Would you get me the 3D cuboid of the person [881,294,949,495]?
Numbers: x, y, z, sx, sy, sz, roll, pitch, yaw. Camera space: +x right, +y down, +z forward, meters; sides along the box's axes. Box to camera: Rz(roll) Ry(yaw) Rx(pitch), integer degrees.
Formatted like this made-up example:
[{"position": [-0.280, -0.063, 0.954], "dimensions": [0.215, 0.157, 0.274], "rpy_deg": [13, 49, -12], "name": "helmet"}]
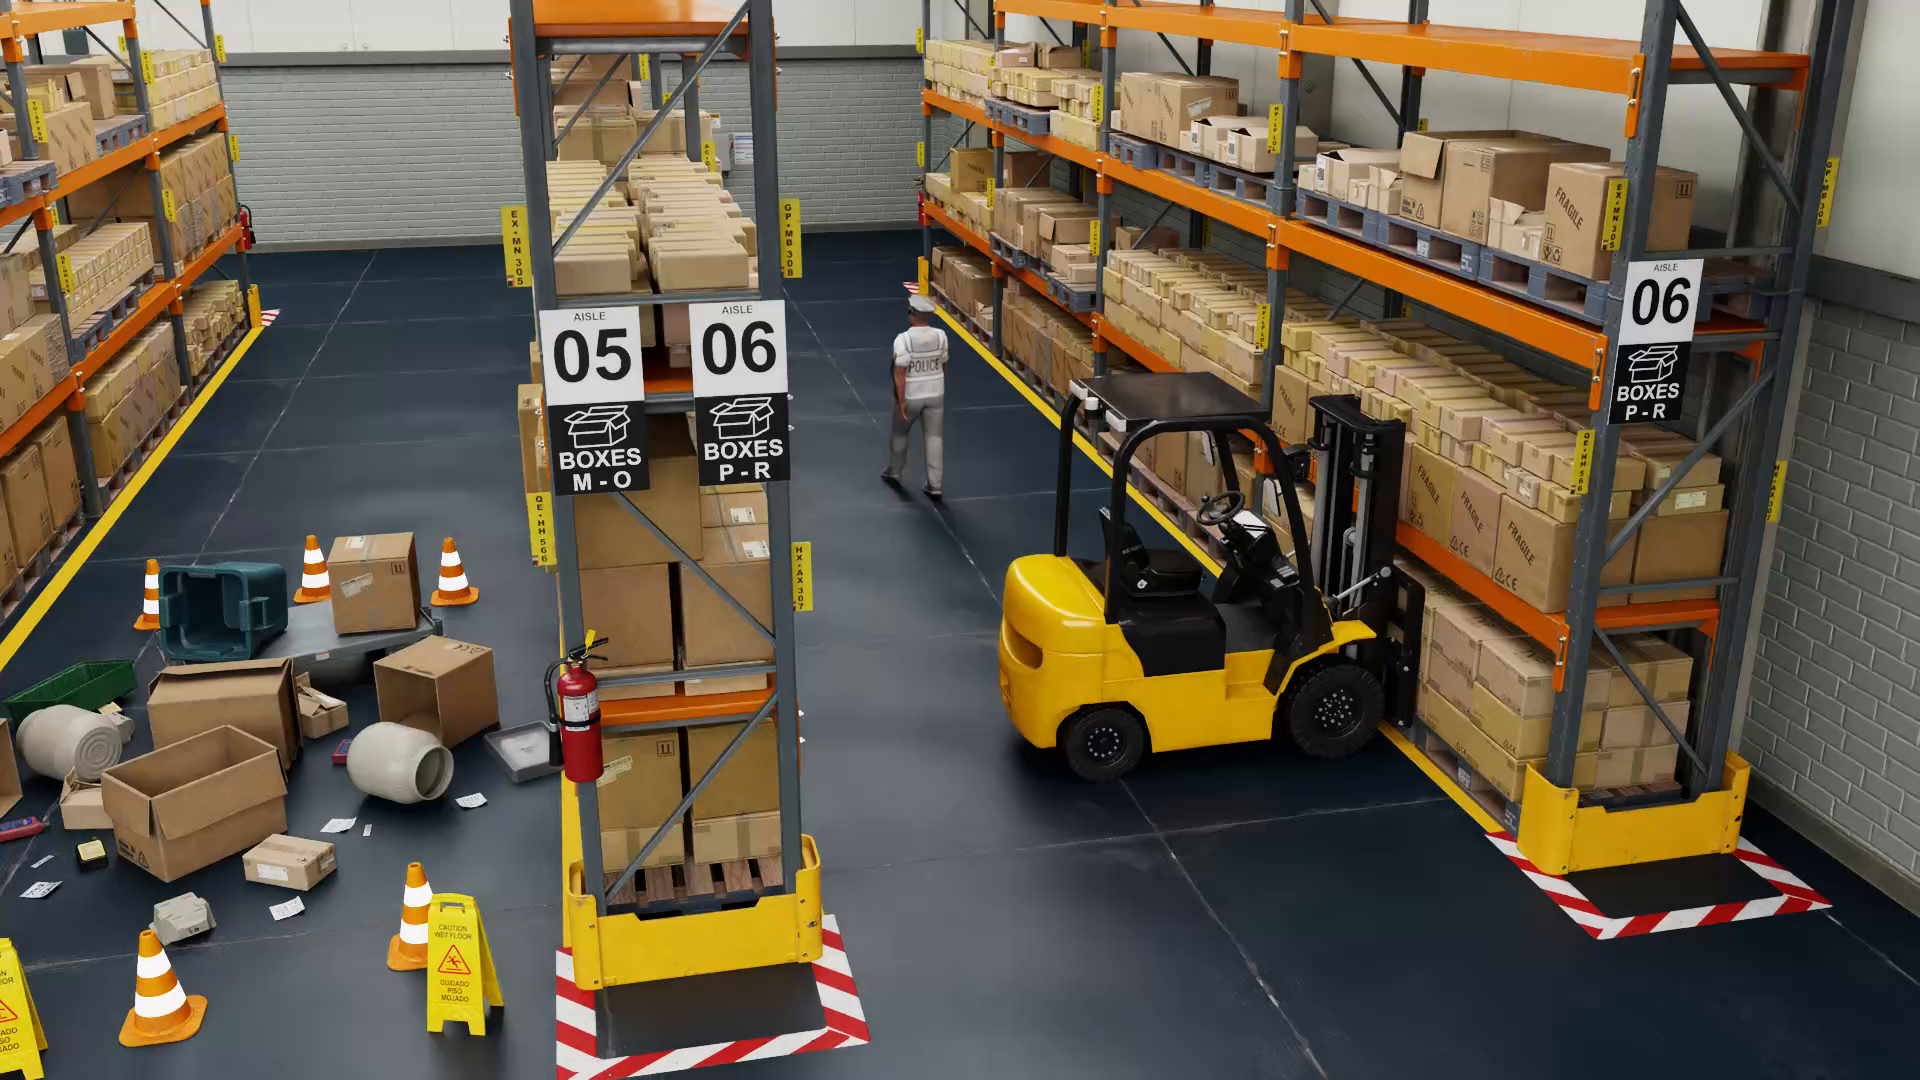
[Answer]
[{"position": [-0.384, -1.323, 14.730], "dimensions": [0.534, 1.737, 0.913], "rpy_deg": [-6, 20, -17], "name": "person"}]
